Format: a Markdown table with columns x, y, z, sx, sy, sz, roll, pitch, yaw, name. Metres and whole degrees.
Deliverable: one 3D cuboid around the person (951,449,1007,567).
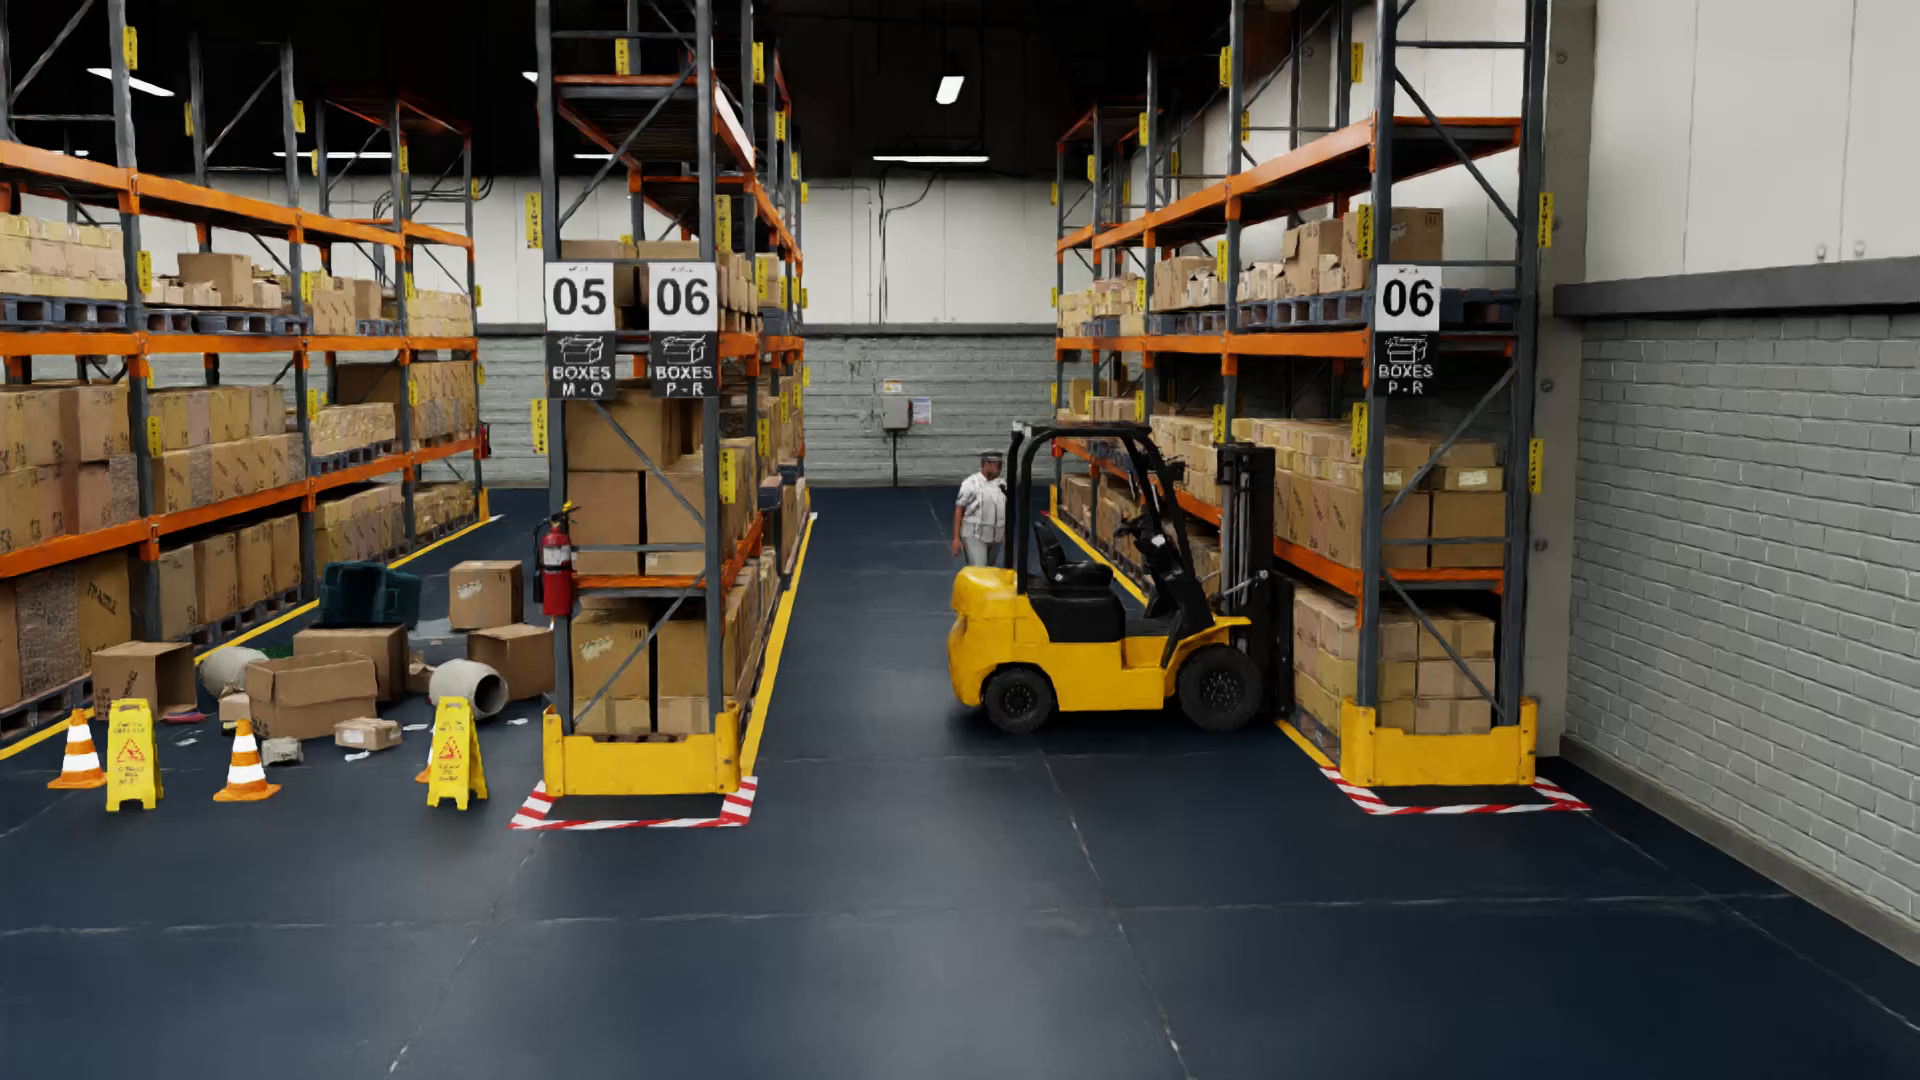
| x | y | z | sx | sy | sz | roll | pitch | yaw | name |
| --- | --- | --- | --- | --- | --- | --- | --- | --- | --- |
| 0.278 | -0.009 | 15.821 | 0.593 | 1.707 | 0.903 | -5 | 8 | -34 | person |
